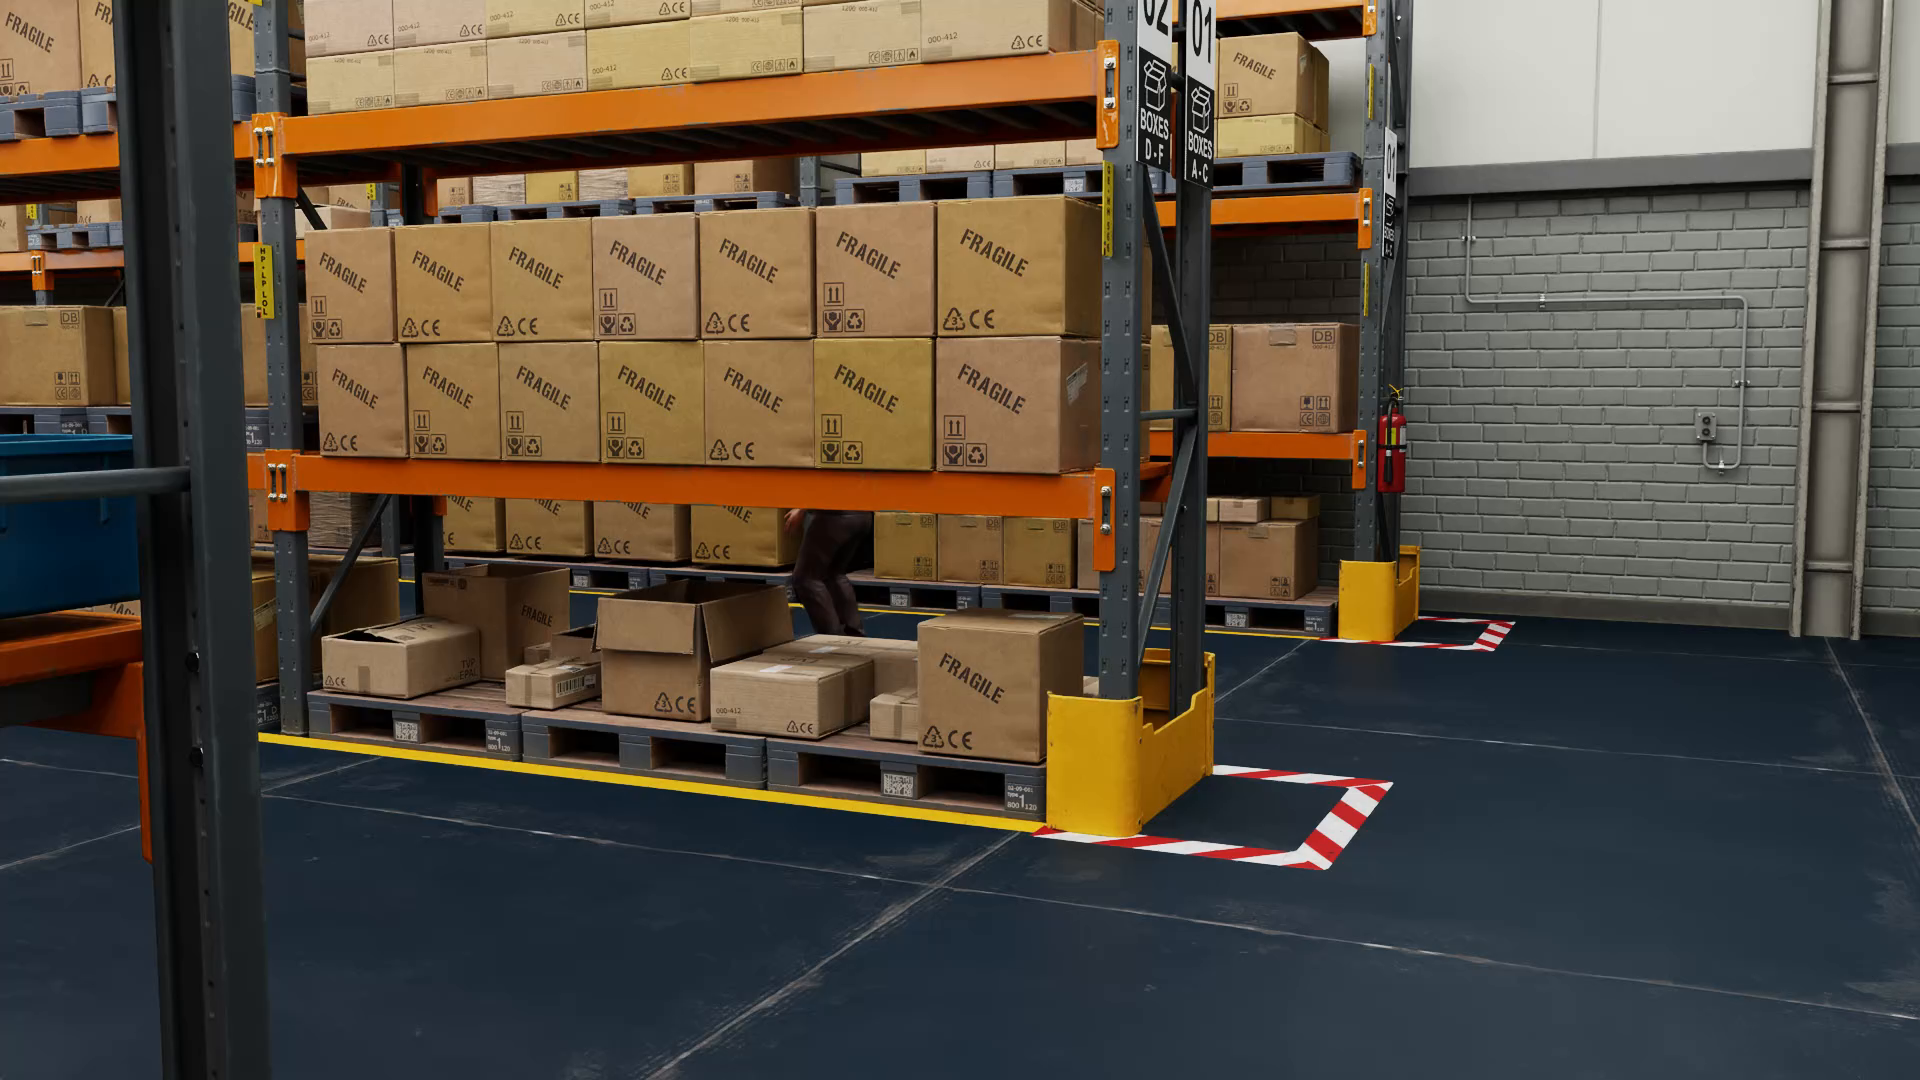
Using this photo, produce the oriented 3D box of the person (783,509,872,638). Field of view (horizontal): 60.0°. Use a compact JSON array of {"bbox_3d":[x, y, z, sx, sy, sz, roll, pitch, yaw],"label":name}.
[{"bbox_3d":[-0.775,-0.134,9.930,0.420,1.658,0.563,3,6,25],"label":"person"}]
